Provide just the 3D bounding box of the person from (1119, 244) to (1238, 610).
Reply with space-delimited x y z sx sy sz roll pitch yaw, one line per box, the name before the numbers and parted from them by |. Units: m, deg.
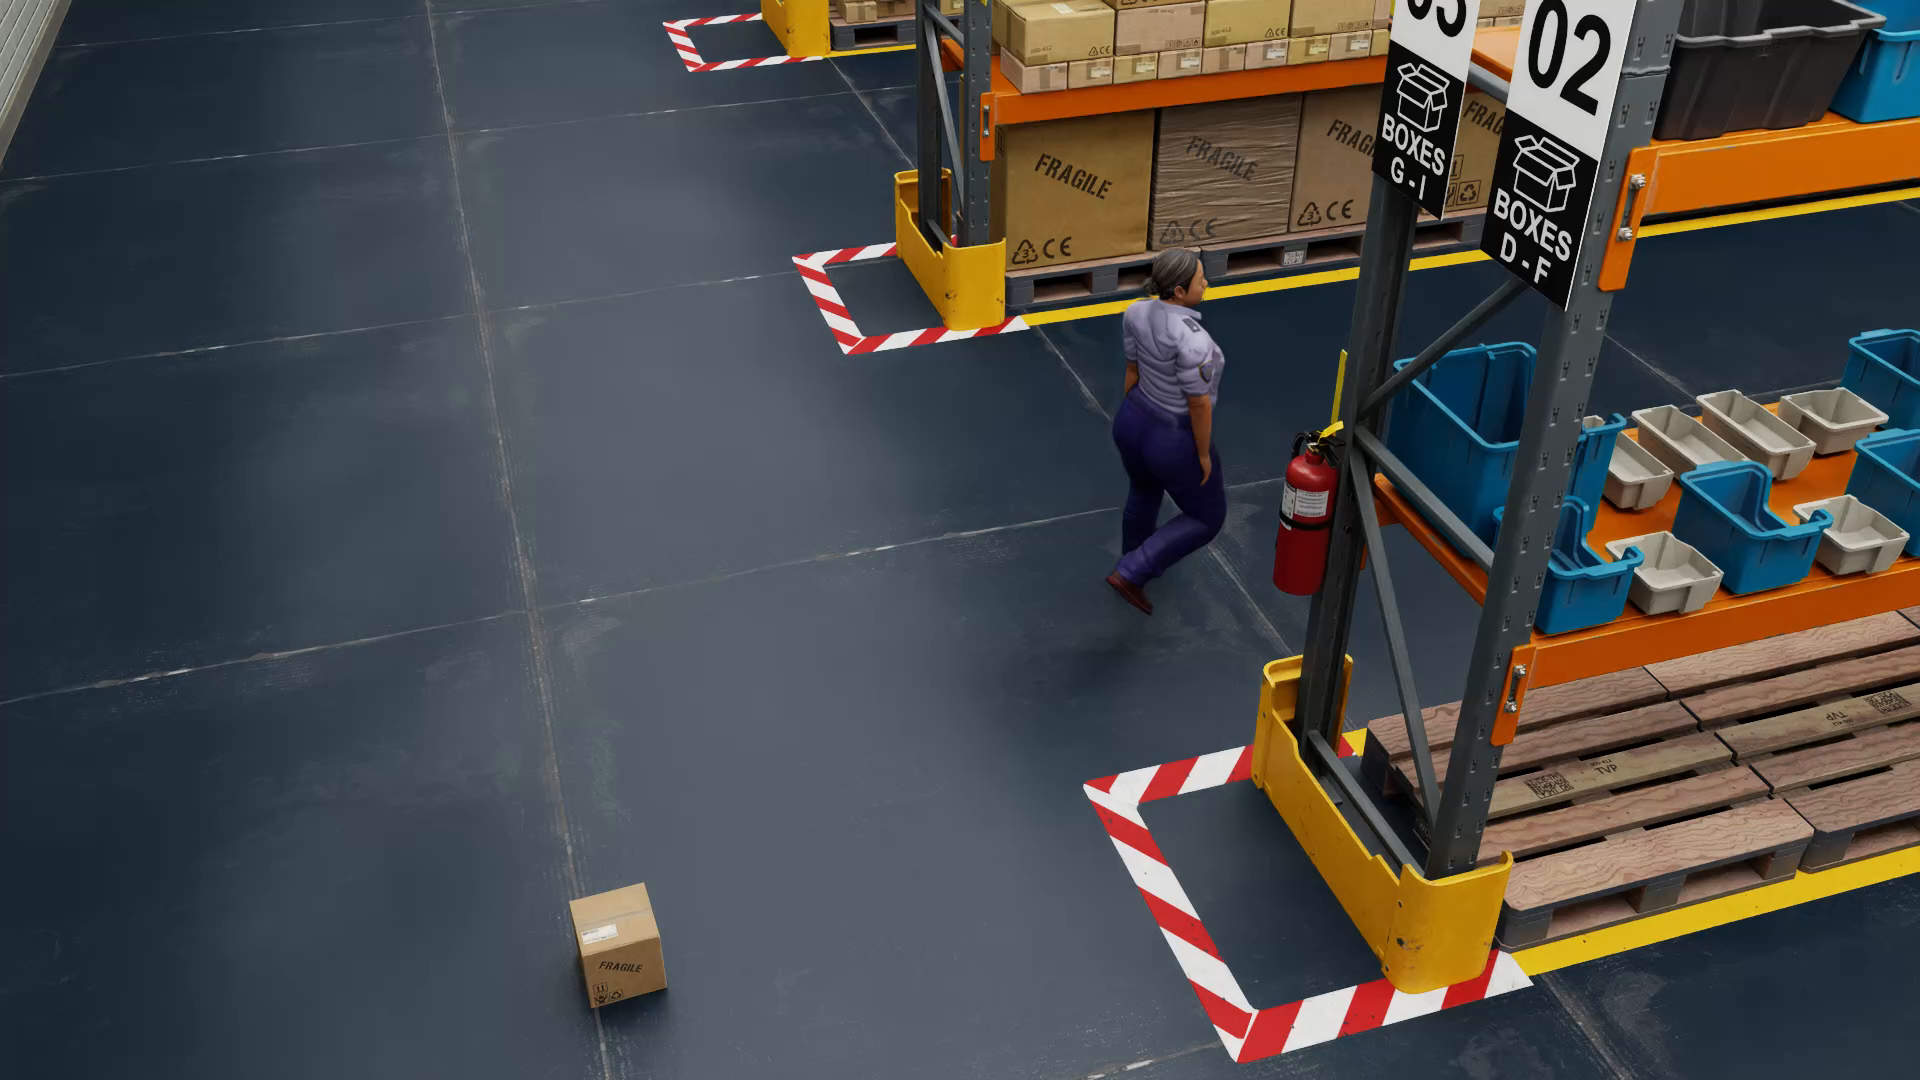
person | 0.853 -0.446 6.769 0.489 1.637 0.532 -22 40 -29
